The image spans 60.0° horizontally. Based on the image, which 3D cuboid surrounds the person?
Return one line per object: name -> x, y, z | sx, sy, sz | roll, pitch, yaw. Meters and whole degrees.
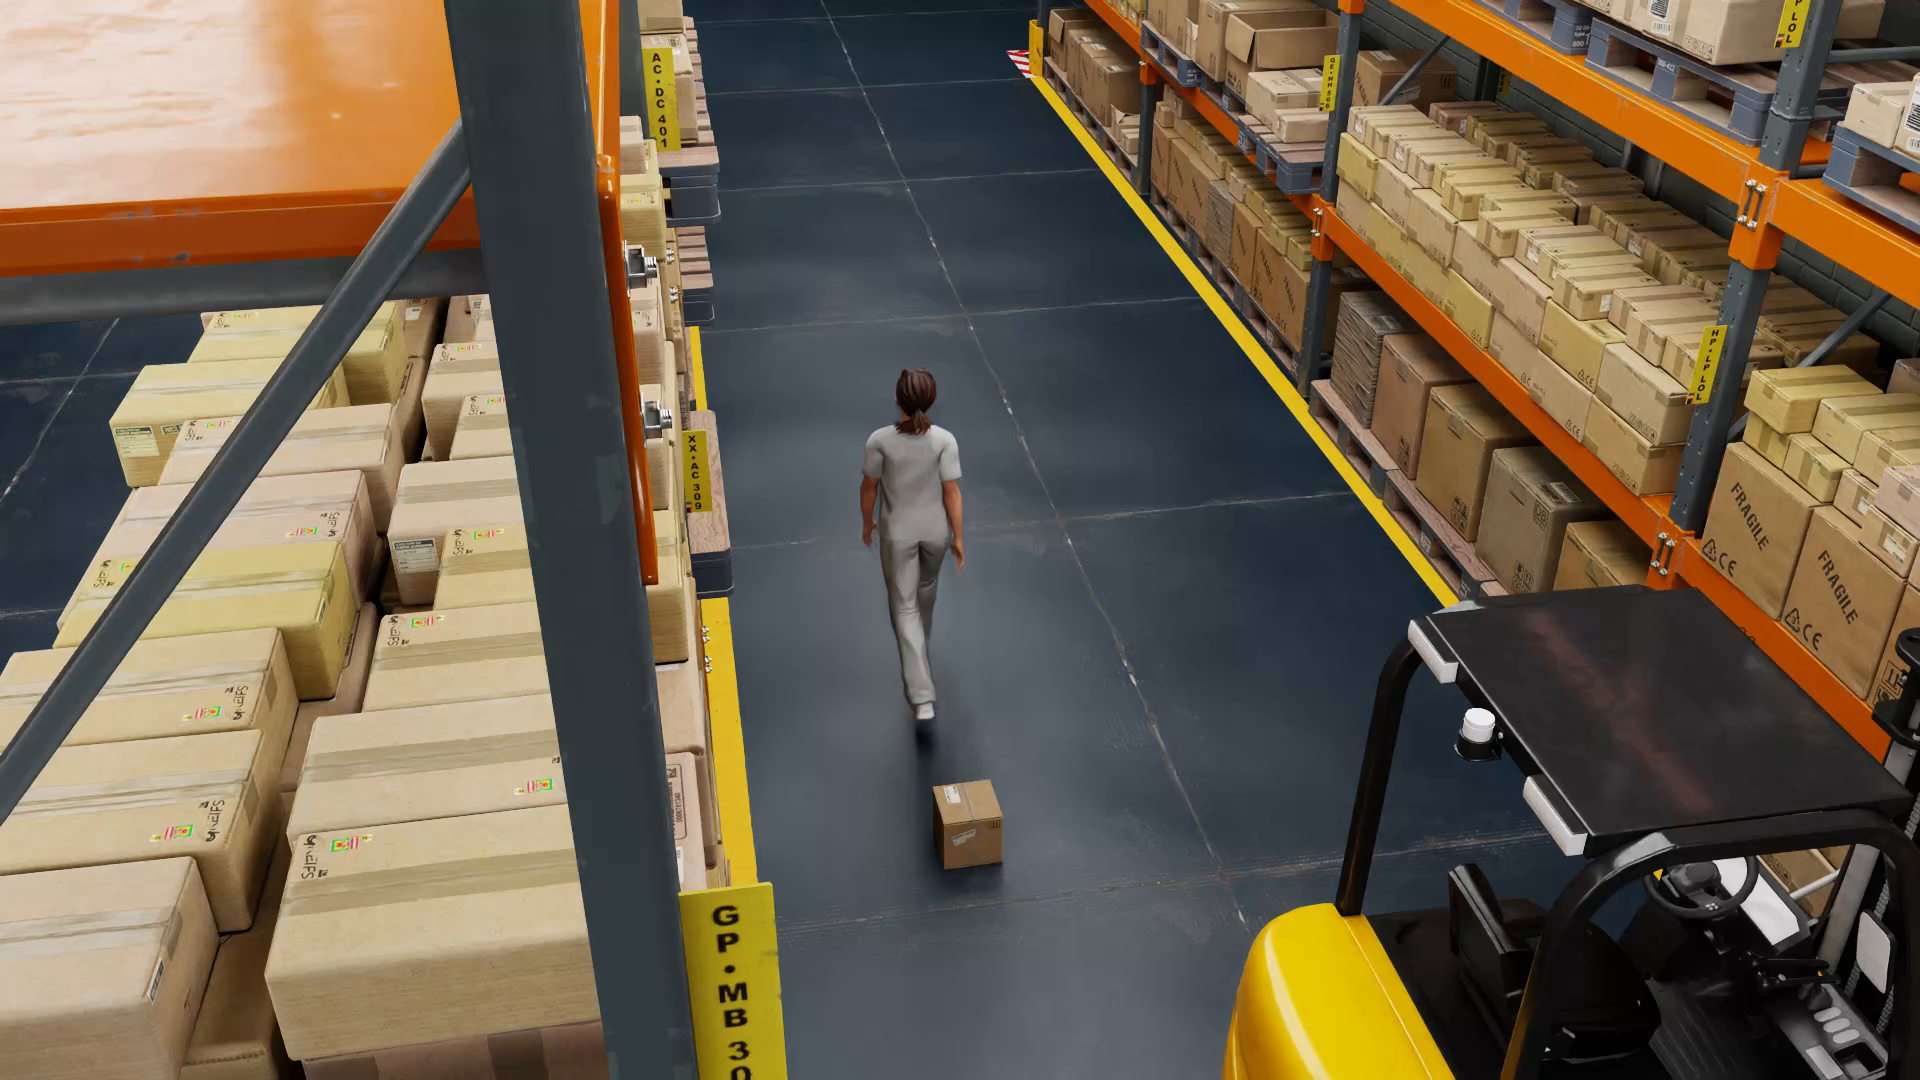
person -> -0.220, -0.022, 7.689 | 0.459, 1.620, 1.037 | -5, 31, -8
